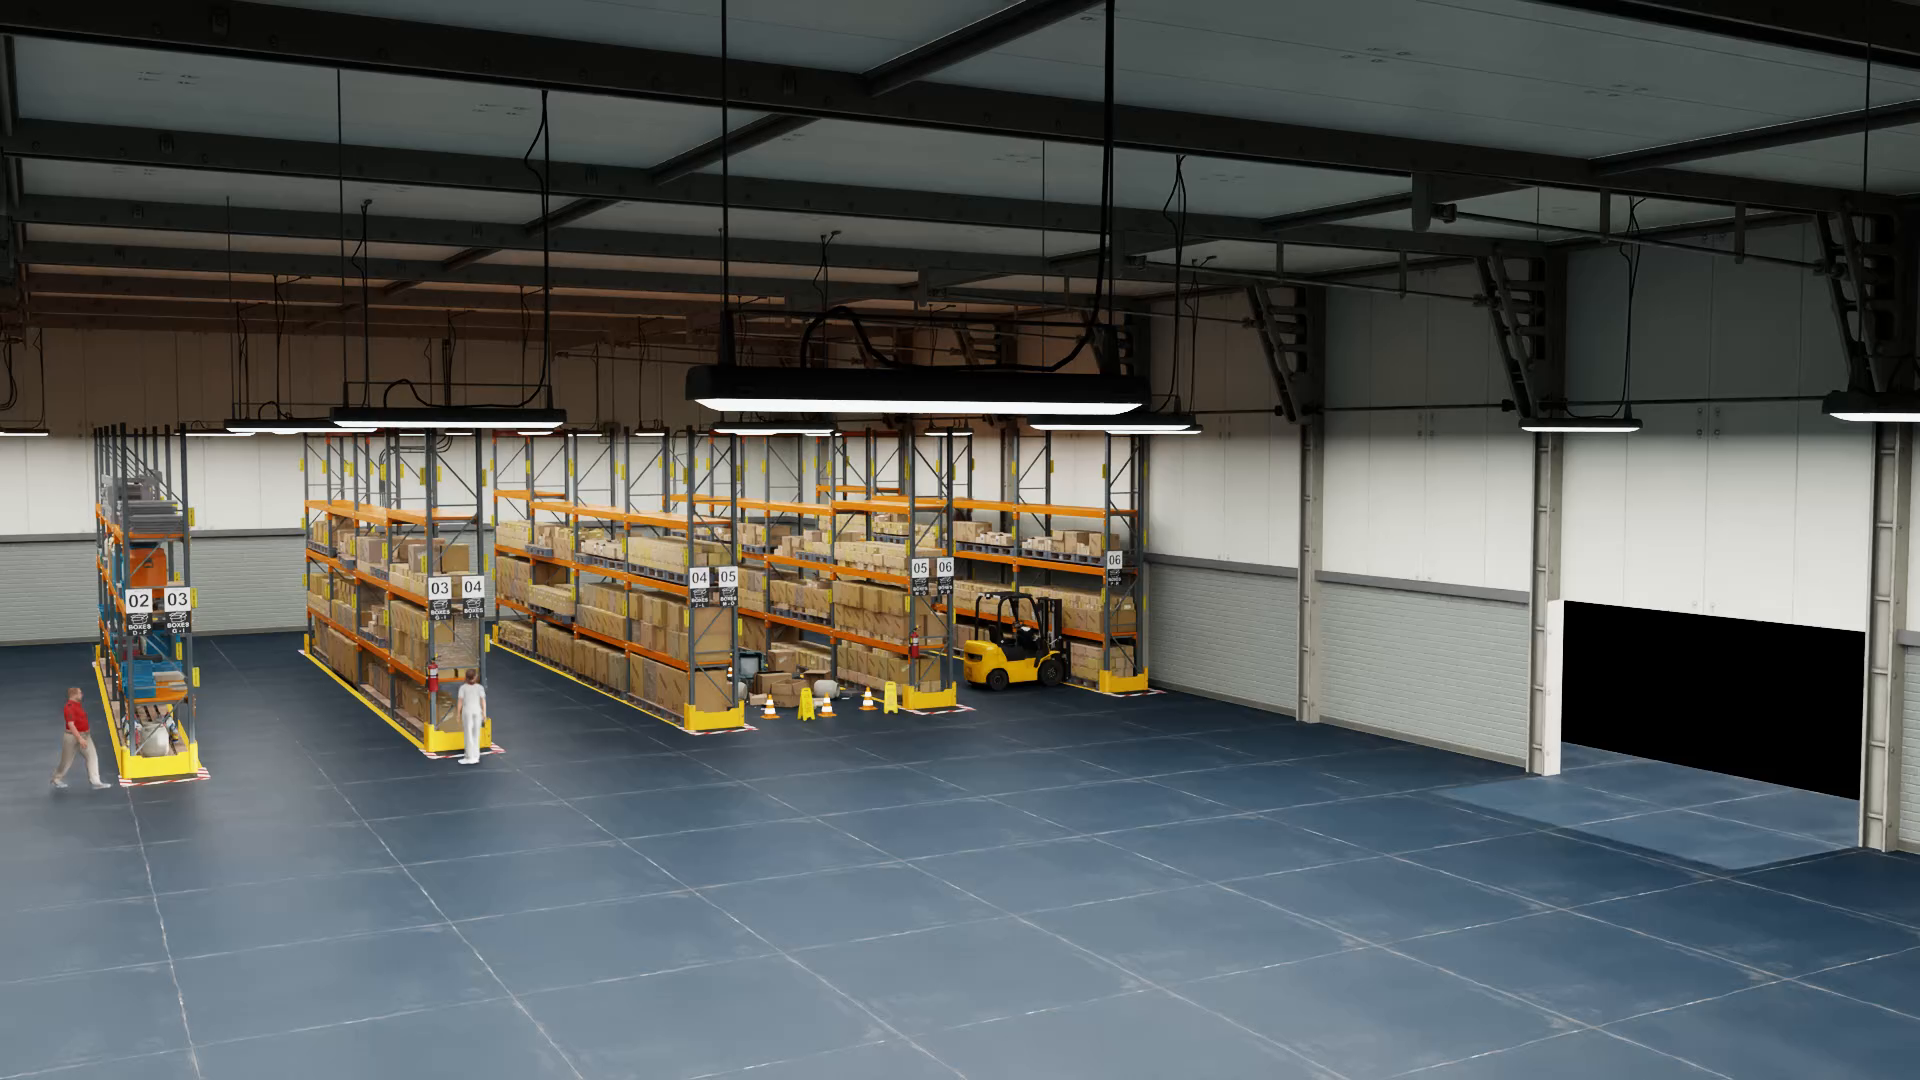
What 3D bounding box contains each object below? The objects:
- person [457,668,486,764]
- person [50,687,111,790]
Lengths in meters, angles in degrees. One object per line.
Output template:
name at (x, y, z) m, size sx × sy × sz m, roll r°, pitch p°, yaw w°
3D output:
person at (-8.626, 3.108, 29.376) m, size 0.493 × 1.687 × 0.382 m, roll -1°, pitch 4°, yaw -18°
person at (-14.391, 3.238, 27.087) m, size 1.039 × 1.680 × 0.481 m, roll 1°, pitch 4°, yaw 22°
